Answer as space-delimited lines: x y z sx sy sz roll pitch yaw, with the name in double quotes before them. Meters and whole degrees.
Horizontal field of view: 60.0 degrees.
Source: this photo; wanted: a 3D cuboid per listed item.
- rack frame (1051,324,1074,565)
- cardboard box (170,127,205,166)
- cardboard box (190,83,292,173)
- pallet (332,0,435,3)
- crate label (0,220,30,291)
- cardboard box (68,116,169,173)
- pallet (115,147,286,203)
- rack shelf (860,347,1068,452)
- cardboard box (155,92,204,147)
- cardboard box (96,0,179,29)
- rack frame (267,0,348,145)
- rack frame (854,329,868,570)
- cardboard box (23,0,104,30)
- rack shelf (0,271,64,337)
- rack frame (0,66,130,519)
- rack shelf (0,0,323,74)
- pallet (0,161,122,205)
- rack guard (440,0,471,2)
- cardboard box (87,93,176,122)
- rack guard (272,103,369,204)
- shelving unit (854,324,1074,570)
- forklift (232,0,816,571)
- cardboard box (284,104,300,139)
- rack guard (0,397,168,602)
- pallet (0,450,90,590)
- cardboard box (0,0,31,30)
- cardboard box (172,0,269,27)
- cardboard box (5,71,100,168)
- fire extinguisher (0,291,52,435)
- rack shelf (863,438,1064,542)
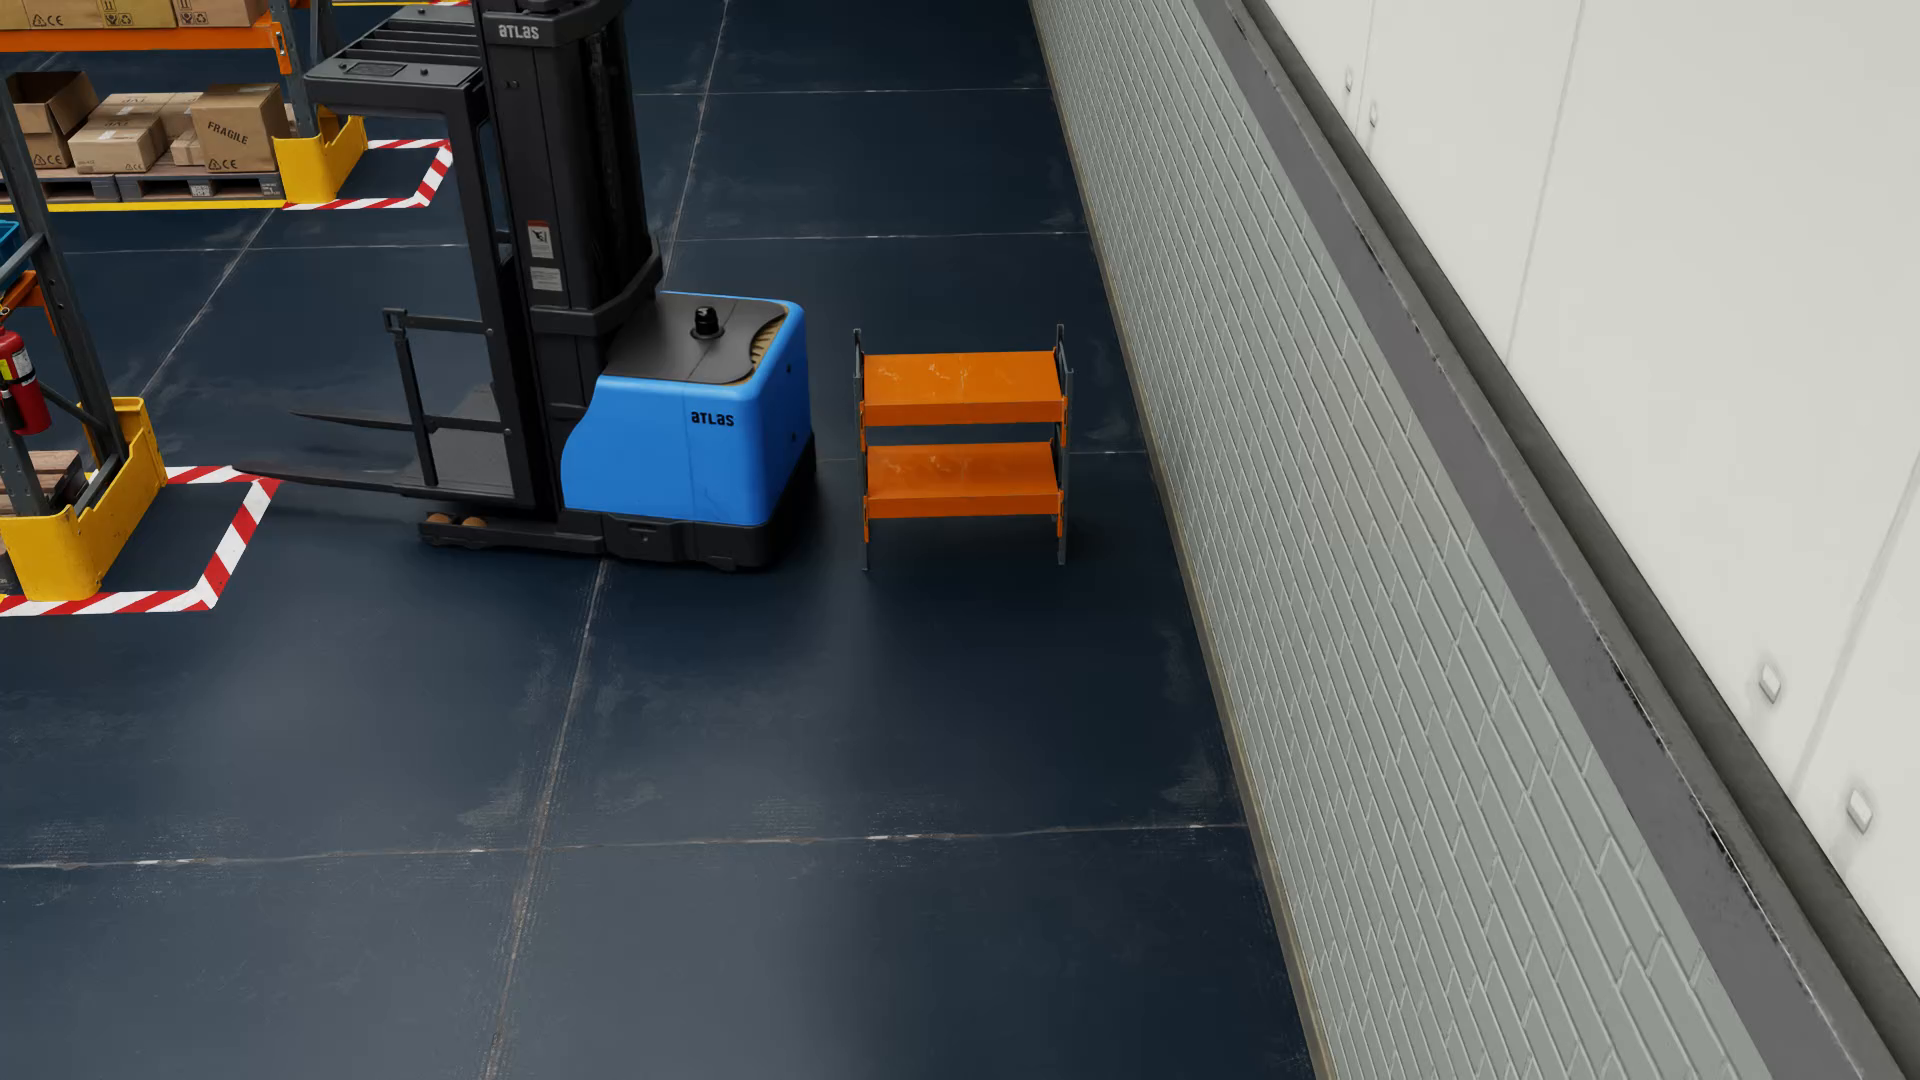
"rack frame" 0.515 -0.476 8.450 0.032 1.125 0.500 -2 35 -2
"cardboard box" -5.734 -2.969 12.507 0.250 0.166 0.380 -2 35 -2
"cardboard box" -5.325 -3.066 12.354 0.500 0.500 0.500 -2 35 -2
"pallet" -5.827 -5.670 16.758 1.213 0.211 1.003 -2 35 -2
"crate label" -4.825 -1.388 8.214 0.303 0.233 0.416 -2 35 -2
"cardboard box" -6.276 -2.954 12.413 0.500 0.250 0.500 -2 35 -2
"pallet" -5.666 -2.896 12.750 1.213 0.211 1.003 -2 35 -2
"rack shelf" 0.007 -0.703 8.264 1.000 0.278 0.538 -2 35 -2
"cardboard box" -5.850 -3.251 12.841 0.500 0.250 0.500 -2 35 -2
"cardboard box" -5.746 -3.926 11.699 0.500 0.500 0.500 -1 35 -2
"rack frame" -4.794 -4.067 11.991 0.127 3.000 1.000 -2 35 -2
"rack frame" -0.501 -0.449 8.410 0.032 1.125 0.500 -2 35 -2
"cardboard box" -6.245 -3.915 11.684 0.500 0.500 0.500 -1 35 -2
"rack shelf" -6.561 -0.902 8.049 4.000 0.370 1.077 -2 35 -2
"rack frame" -4.563 -1.252 7.923 0.127 3.000 1.000 -2 35 -2
"rack shelf" -6.792 -3.718 12.118 4.000 0.370 1.077 -2 35 -2
"pallet" -6.882 -2.865 12.705 1.213 0.211 1.003 -2 35 -2
"rack guard" -5.008 -5.856 16.772 0.348 0.500 1.175 -2 35 -2
"cardboard box" -6.349 -3.237 12.821 0.500 0.250 0.500 -2 35 -2
"rack guard" -4.870 -3.037 12.700 0.348 0.500 1.175 -2 35 -2
"shelving unit" 0.007 -0.463 8.430 1.048 1.125 0.538 -2 35 -2
"forklift" -2.360 -1.444 8.261 3.031 2.935 1.130 6 35 8
"cardboard box" -5.228 -3.260 12.943 0.250 0.149 0.380 -2 35 -2
"rack guard" -4.540 -0.232 8.646 0.348 0.500 1.175 -2 35 -2
"pallet" -5.389 -0.105 8.716 1.213 0.211 1.003 -2 35 -2
"cardboard box" -6.748 -3.902 11.664 0.500 0.500 0.500 -2 35 -3
"cardboard box" -5.228 -3.942 11.722 0.500 0.500 0.500 -1 35 -1
"cardboard box" -6.913 -3.167 12.498 0.637 0.503 0.797 -2 35 -2
"fire extinguisher" -4.391 -0.812 7.683 0.183 0.674 0.296 -2 35 -2
"rack shelf" 0.007 -0.262 8.569 1.000 0.278 0.538 -2 35 -2
